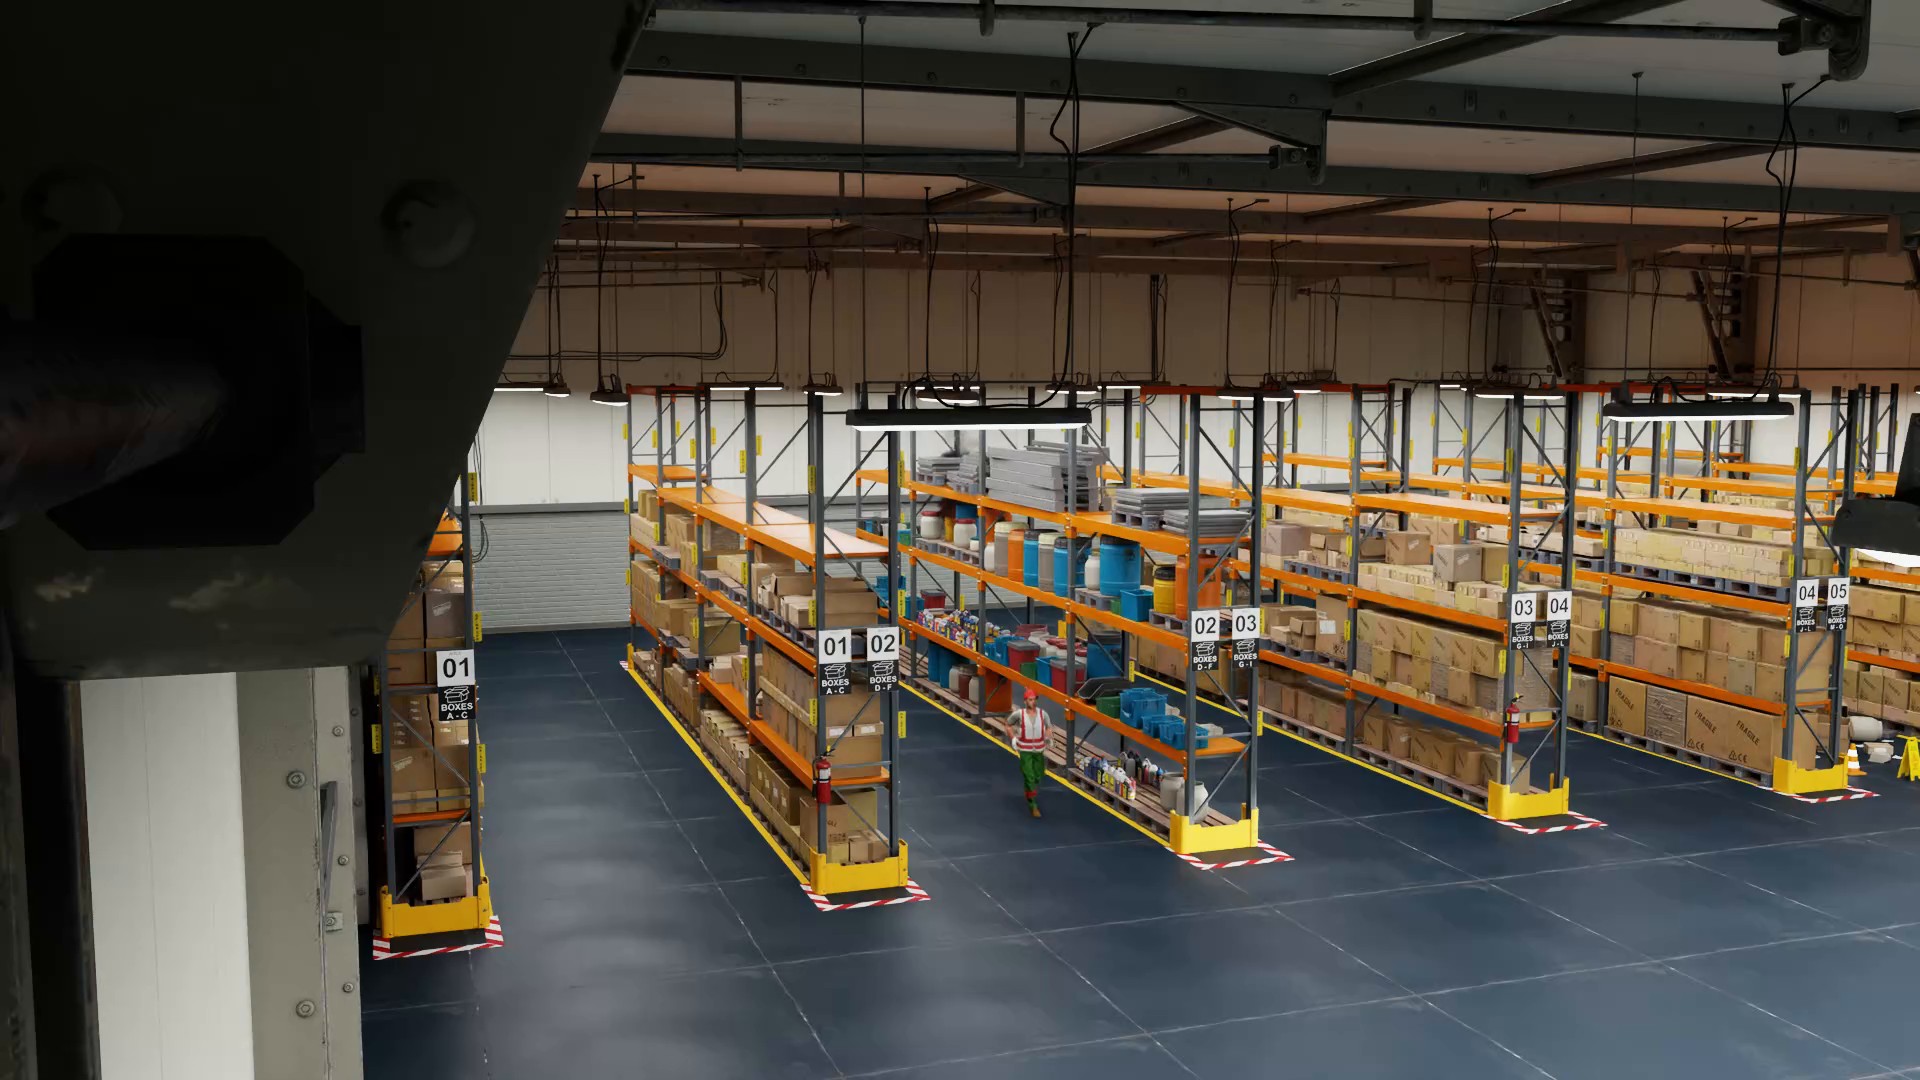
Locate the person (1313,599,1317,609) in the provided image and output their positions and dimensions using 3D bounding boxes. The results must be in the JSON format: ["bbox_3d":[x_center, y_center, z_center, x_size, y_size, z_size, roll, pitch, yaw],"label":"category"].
[{"bbox_3d":[8.854,1.363,40.798,0.597,1.542,0.468,-4,7,-32],"label":"person"}]

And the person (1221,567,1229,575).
[{"bbox_3d":[6.126,1.261,40.616,0.980,1.744,0.764,-4,7,-35],"label":"person"}]

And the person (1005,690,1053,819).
[{"bbox_3d":[0.993,3.011,23.758,0.655,1.778,0.872,-1,6,-14],"label":"person"}]
